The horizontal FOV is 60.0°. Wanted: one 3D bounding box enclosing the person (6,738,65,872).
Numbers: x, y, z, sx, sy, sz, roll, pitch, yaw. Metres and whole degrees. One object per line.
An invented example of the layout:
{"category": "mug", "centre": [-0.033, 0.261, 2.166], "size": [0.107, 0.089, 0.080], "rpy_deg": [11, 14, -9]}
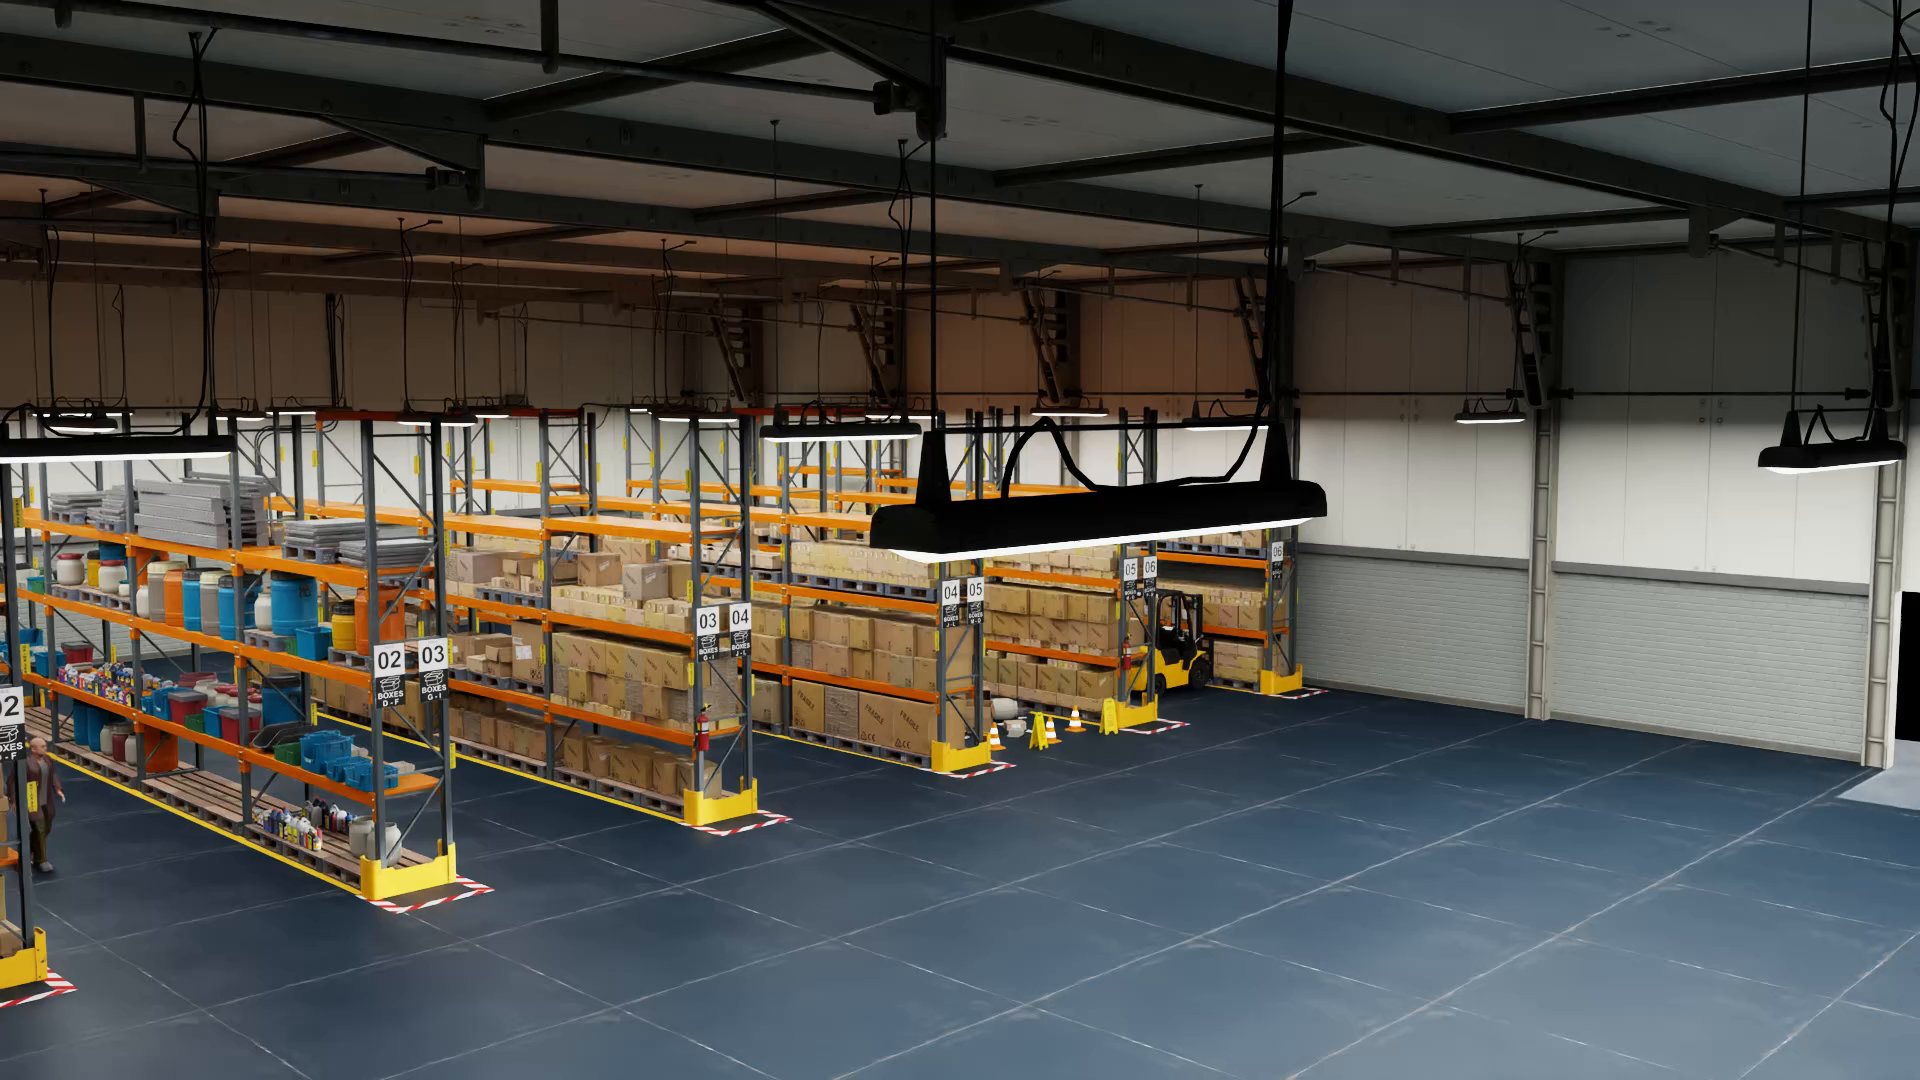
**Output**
{"category": "person", "centre": [-12.342, 3.522, 22.136], "size": [0.824, 1.722, 0.713], "rpy_deg": [2, 6, 26]}
